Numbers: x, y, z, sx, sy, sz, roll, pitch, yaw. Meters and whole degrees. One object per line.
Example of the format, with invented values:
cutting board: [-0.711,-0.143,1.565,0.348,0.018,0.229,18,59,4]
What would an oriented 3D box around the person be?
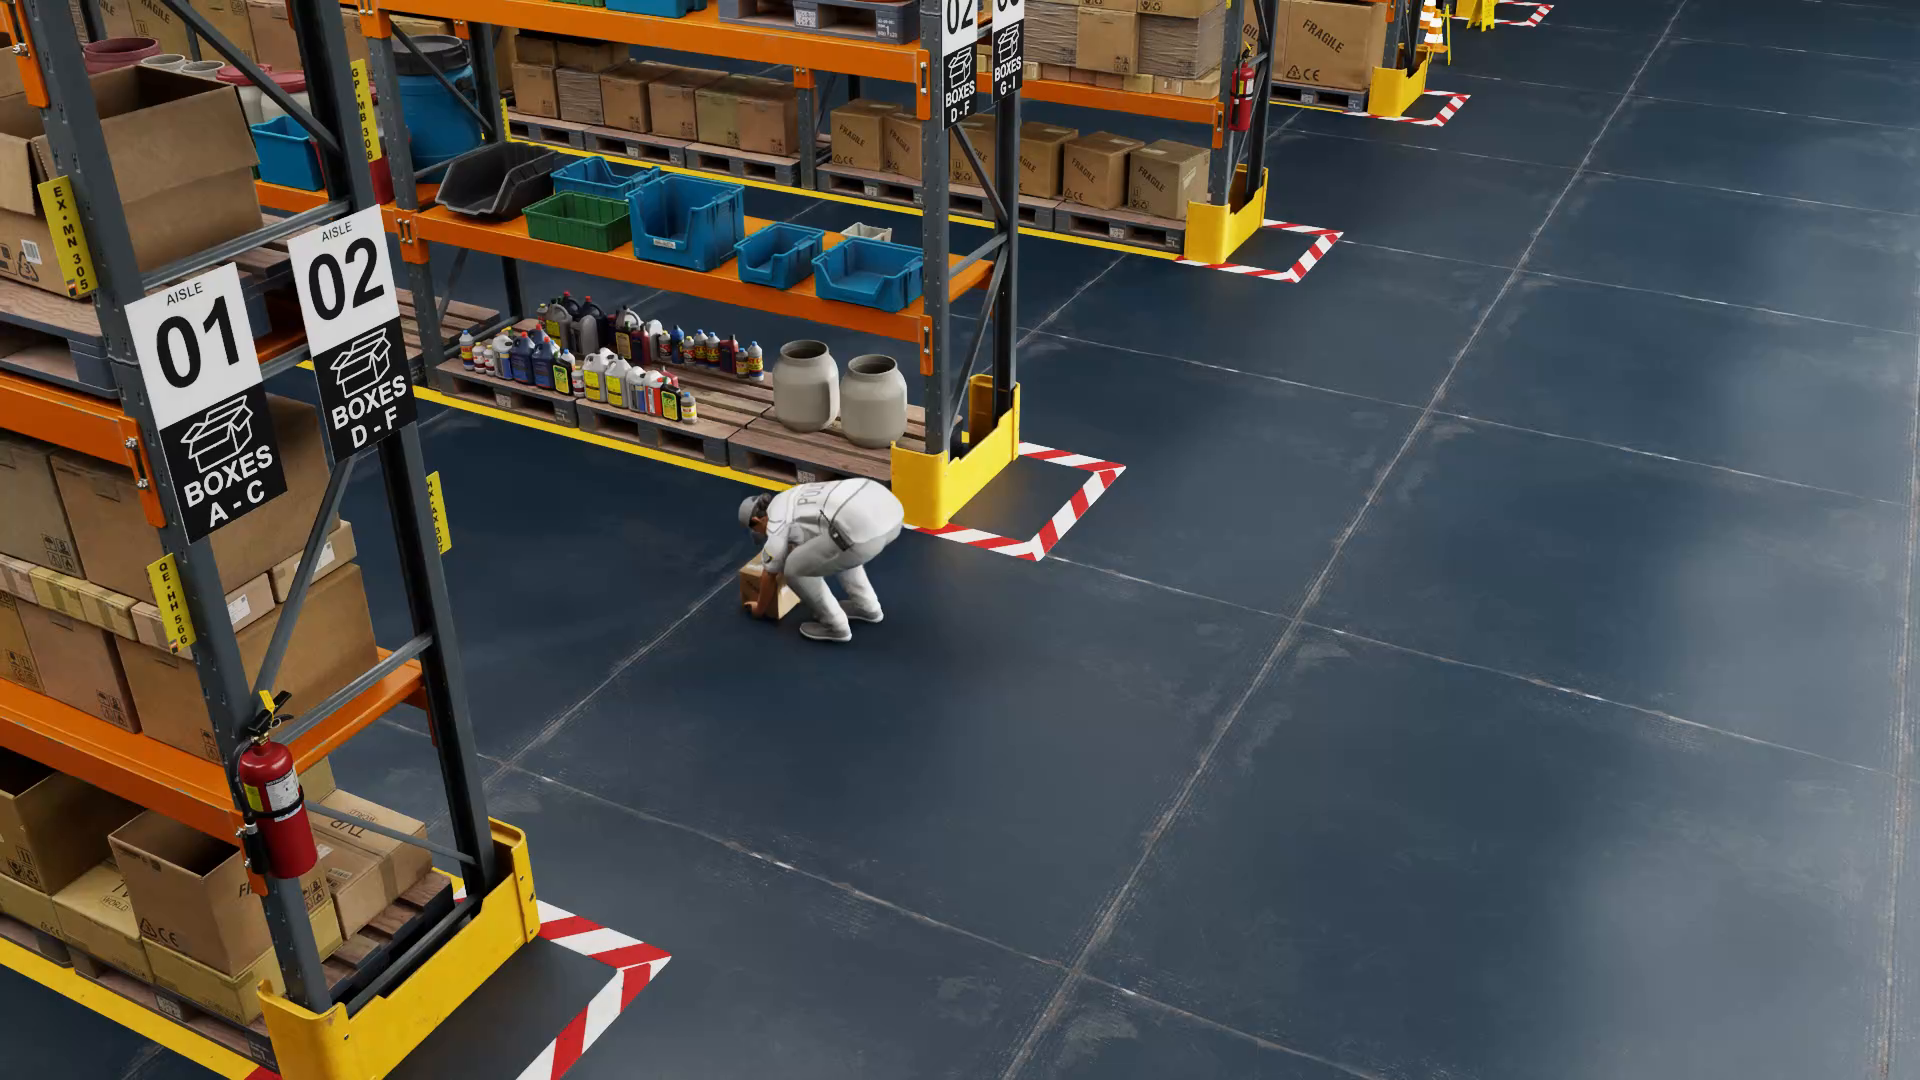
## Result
person: [-0.762,0.067,8.943,0.936,0.886,0.507,13,33,21]
